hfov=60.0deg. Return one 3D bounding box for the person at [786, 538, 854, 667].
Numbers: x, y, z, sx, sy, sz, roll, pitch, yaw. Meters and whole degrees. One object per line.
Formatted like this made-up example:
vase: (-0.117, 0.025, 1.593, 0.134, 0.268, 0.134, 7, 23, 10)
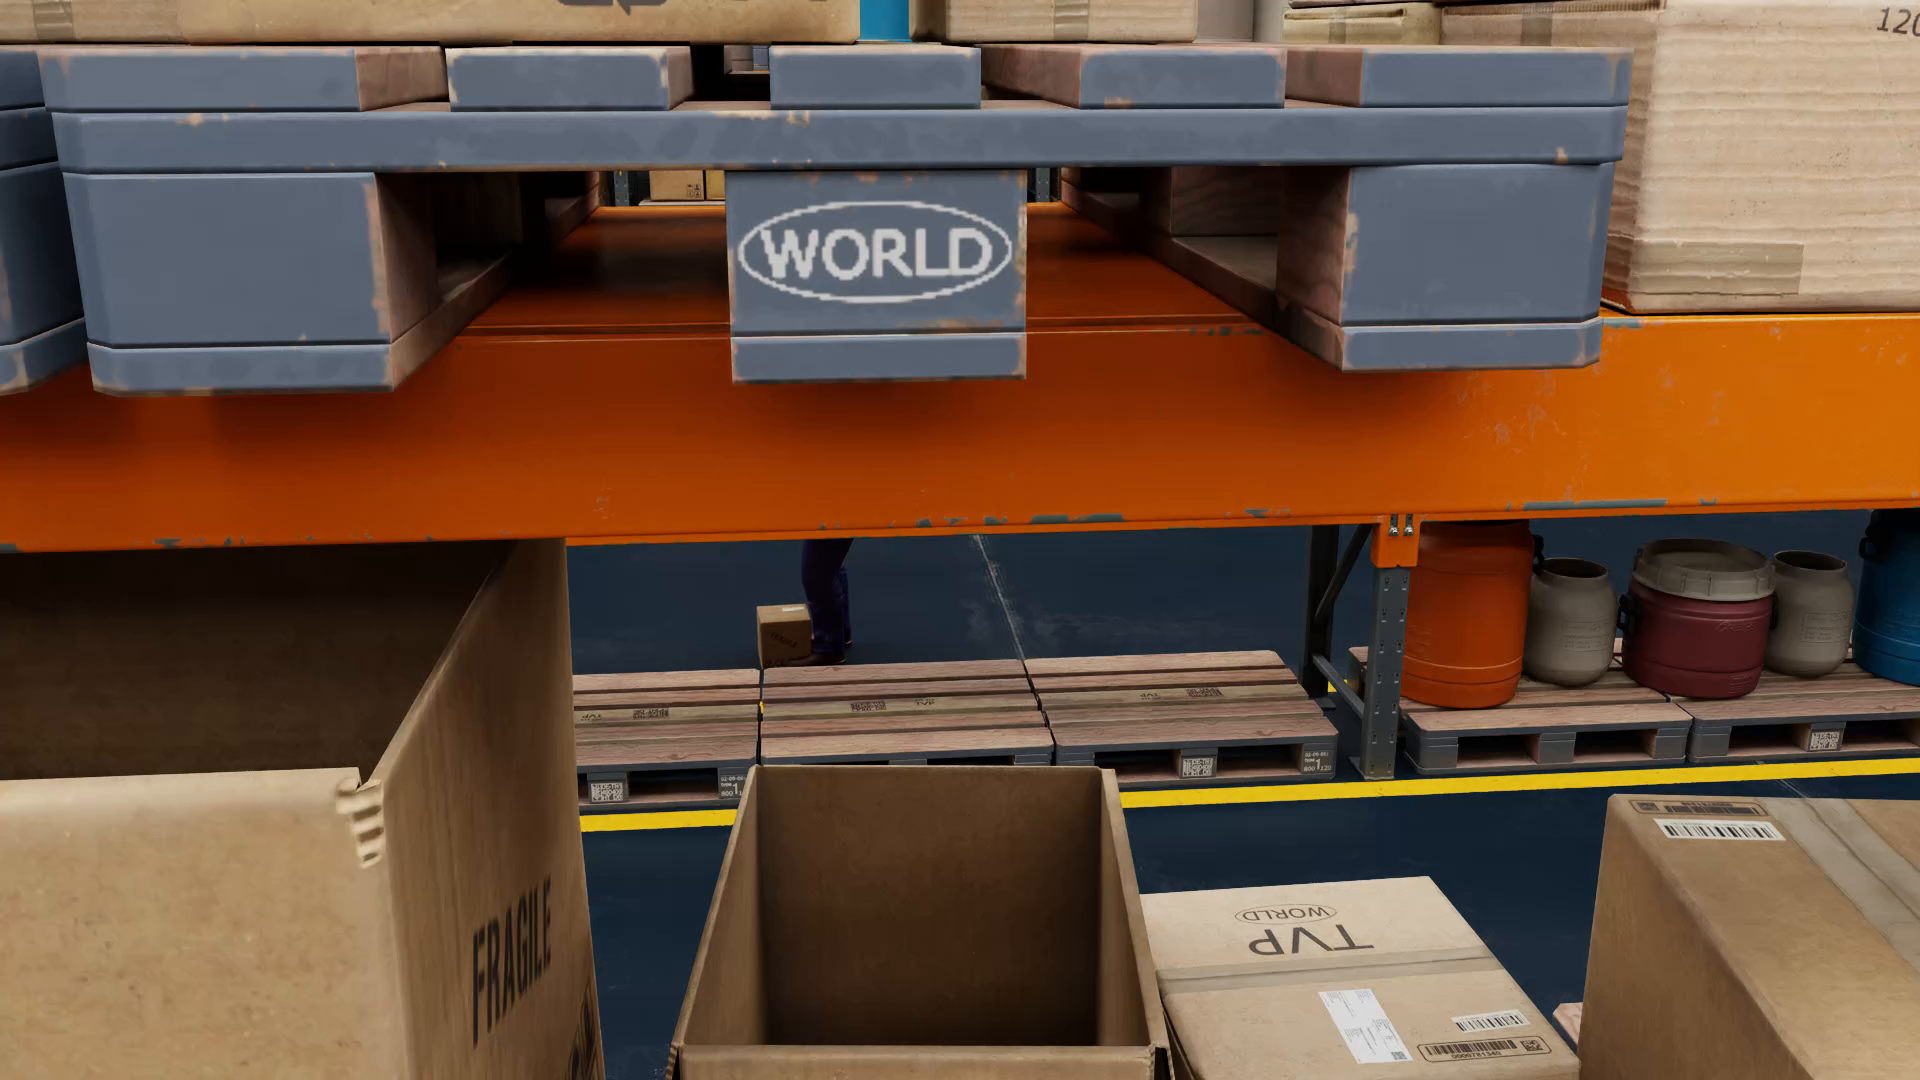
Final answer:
person: (-0.676, -0.190, 8.181, 0.420, 1.652, 0.564, -3, 17, -9)
